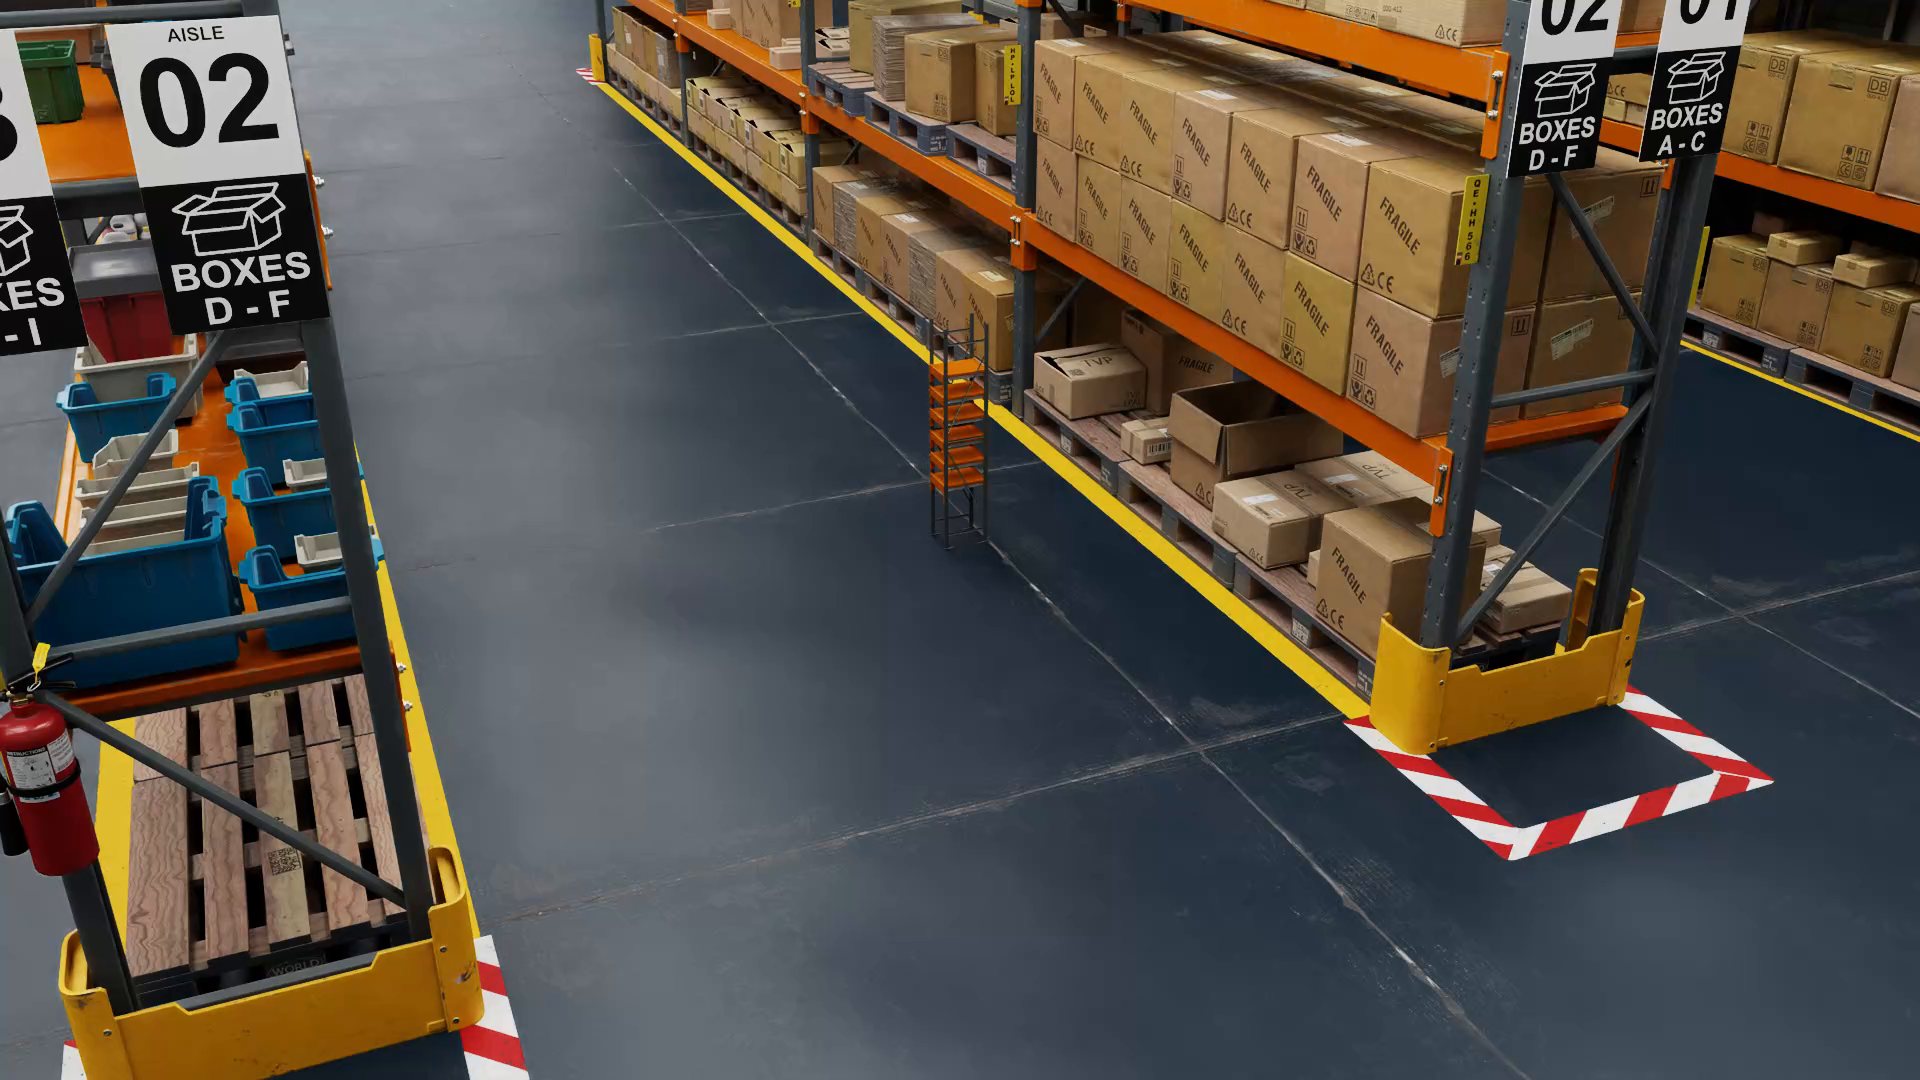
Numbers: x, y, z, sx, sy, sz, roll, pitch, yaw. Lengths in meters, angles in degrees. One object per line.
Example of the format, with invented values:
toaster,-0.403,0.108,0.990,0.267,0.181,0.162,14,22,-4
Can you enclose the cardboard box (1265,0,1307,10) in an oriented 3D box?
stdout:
cardboard box,1.535,-2.428,7.056,0.500,0.250,0.500,-11,28,-21

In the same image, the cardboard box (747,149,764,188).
cardboard box,-1.590,-3.346,14.840,0.500,0.250,0.500,-10,28,-19

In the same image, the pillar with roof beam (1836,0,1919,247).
pillar with roof beam,2.472,-4.872,8.471,9.100,9.000,0.400,-11,28,-21

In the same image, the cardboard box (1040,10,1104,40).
cardboard box,1.316,-6.139,20.252,0.700,0.500,0.500,-12,29,-24

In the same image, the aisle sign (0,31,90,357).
aisle sign,-2.428,-0.821,4.050,0.394,0.787,0.004,-11,28,-21

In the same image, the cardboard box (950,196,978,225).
cardboard box,0.252,-2.452,11.845,0.500,0.250,0.500,-11,28,-22

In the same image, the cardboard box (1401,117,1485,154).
cardboard box,2.230,-1.510,7.171,0.500,0.500,0.500,-10,28,-20

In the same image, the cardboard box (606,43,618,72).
cardboard box,-3.888,-5.740,19.742,0.500,0.250,0.500,-11,28,-21

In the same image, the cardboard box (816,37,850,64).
cardboard box,-0.863,-3.926,13.474,0.500,0.311,0.500,-9,27,-17

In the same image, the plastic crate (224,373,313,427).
plastic crate,-2.613,-0.493,6.464,0.416,0.233,0.300,-11,28,-21

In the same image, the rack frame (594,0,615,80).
rack frame,-3.893,-7.041,19.753,1.000,3.000,0.127,-11,28,-21

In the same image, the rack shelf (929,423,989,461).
rack shelf,-0.006,-0.505,8.518,0.258,0.103,0.180,-11,28,-21

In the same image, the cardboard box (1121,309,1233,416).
cardboard box,1.290,-1.090,9.911,0.500,0.500,0.500,-11,28,-21

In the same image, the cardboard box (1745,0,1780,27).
cardboard box,5.422,-3.805,11.793,0.500,0.250,0.500,-10,28,-19

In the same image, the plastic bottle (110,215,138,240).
plastic bottle,-4.348,-1.543,8.632,0.152,0.276,0.135,-11,28,-21

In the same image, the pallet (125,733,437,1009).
pallet,-2.474,1.181,6.091,1.003,0.211,1.213,-11,28,-21

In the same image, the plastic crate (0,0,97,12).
plastic crate,-3.519,-2.088,6.338,0.497,0.269,0.590,-11,28,-21

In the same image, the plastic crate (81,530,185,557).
plastic crate,-2.673,0.061,5.439,0.396,0.136,0.243,-11,28,-21

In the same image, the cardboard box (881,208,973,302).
cardboard box,-0.234,-2.030,11.836,0.500,0.500,0.500,-12,28,-22

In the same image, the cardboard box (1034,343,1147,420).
cardboard box,0.771,-0.980,9.901,0.500,0.311,0.500,-11,28,-21

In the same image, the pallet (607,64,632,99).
pallet,-3.555,-5.487,19.747,1.003,0.211,1.213,-11,28,-21

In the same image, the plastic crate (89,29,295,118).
plastic crate,-2.081,-1.225,4.570,0.497,0.269,0.590,-11,28,-21

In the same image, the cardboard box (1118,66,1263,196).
cardboard box,1.135,-2.037,8.249,0.500,0.500,0.500,-11,28,-22

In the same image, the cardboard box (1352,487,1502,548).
cardboard box,2.225,-0.014,7.993,0.500,0.250,0.500,-11,28,-21

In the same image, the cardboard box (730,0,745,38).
cardboard box,-1.835,-4.946,15.347,0.500,0.500,0.500,-9,27,-17

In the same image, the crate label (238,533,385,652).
crate label,-1.980,0.160,5.127,0.416,0.233,0.303,-11,28,-21

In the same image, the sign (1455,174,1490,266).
sign,1.854,-1.157,6.021,0.100,0.325,0.005,-11,28,-21

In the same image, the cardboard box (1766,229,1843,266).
cardboard box,5.527,-1.917,10.889,0.380,0.149,0.250,-10,28,-19

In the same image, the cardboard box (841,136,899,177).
cardboard box,-0.695,-3.279,14.063,0.500,0.311,0.500,-10,28,-19

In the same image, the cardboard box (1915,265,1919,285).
cardboard box,6.199,-1.655,10.351,0.380,0.149,0.250,-11,28,-22

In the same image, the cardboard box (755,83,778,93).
cardboard box,-1.695,-4.308,16.172,0.500,0.311,0.500,-10,28,-19

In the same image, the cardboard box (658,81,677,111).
cardboard box,-2.896,-4.733,17.680,0.500,0.250,0.500,-11,28,-21

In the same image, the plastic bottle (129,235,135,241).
plastic bottle,-4.272,-1.468,8.564,0.097,0.201,0.097,0,26,0

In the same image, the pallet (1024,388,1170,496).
pallet,1.074,-0.666,9.874,1.003,0.211,1.213,-11,28,-21

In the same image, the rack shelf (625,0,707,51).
rack shelf,-3.110,-5.911,18.257,1.077,0.370,4.000,-11,28,-21

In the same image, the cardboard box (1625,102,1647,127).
cardboard box,4.970,-3.033,11.808,0.380,0.149,0.250,-10,28,-20

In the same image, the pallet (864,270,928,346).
pallet,-0.029,-1.759,12.112,1.003,0.211,1.213,-11,28,-21

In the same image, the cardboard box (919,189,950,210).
cardboard box,0.024,-2.340,12.471,0.500,0.500,0.500,-12,28,-22

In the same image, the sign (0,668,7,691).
sign,-2.686,0.295,4.540,0.100,0.325,0.005,-11,28,-21

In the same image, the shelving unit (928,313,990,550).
shelving unit,-0.006,-0.545,8.499,0.258,1.200,0.189,-11,28,-21

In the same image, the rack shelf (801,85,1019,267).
rack shelf,0.023,-2.681,11.642,1.077,0.370,4.000,-11,28,-21

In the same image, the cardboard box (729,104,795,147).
cardboard box,-1.791,-3.802,15.133,0.500,0.311,0.500,-10,28,-19

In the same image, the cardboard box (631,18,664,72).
cardboard box,-3.303,-5.471,18.336,0.500,0.500,0.500,-11,28,-21

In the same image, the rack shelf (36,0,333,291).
rack shelf,-2.970,-1.565,5.937,1.077,0.370,4.000,-11,28,-21

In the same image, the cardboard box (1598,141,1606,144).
cardboard box,4.638,-2.871,13.182,0.750,0.750,0.750,-10,28,-19

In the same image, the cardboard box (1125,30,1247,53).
cardboard box,1.242,-2.531,9.262,0.500,0.500,0.500,-10,28,-20

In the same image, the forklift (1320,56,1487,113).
forklift,2.567,-2.436,10.399,1.130,2.935,3.031,-9,27,-17

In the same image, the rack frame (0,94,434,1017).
rack frame,-2.187,0.268,4.783,1.000,3.000,0.127,-11,28,-21

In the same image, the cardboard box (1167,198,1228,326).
cardboard box,1.353,-1.376,8.035,0.500,0.500,0.500,-11,28,-21
